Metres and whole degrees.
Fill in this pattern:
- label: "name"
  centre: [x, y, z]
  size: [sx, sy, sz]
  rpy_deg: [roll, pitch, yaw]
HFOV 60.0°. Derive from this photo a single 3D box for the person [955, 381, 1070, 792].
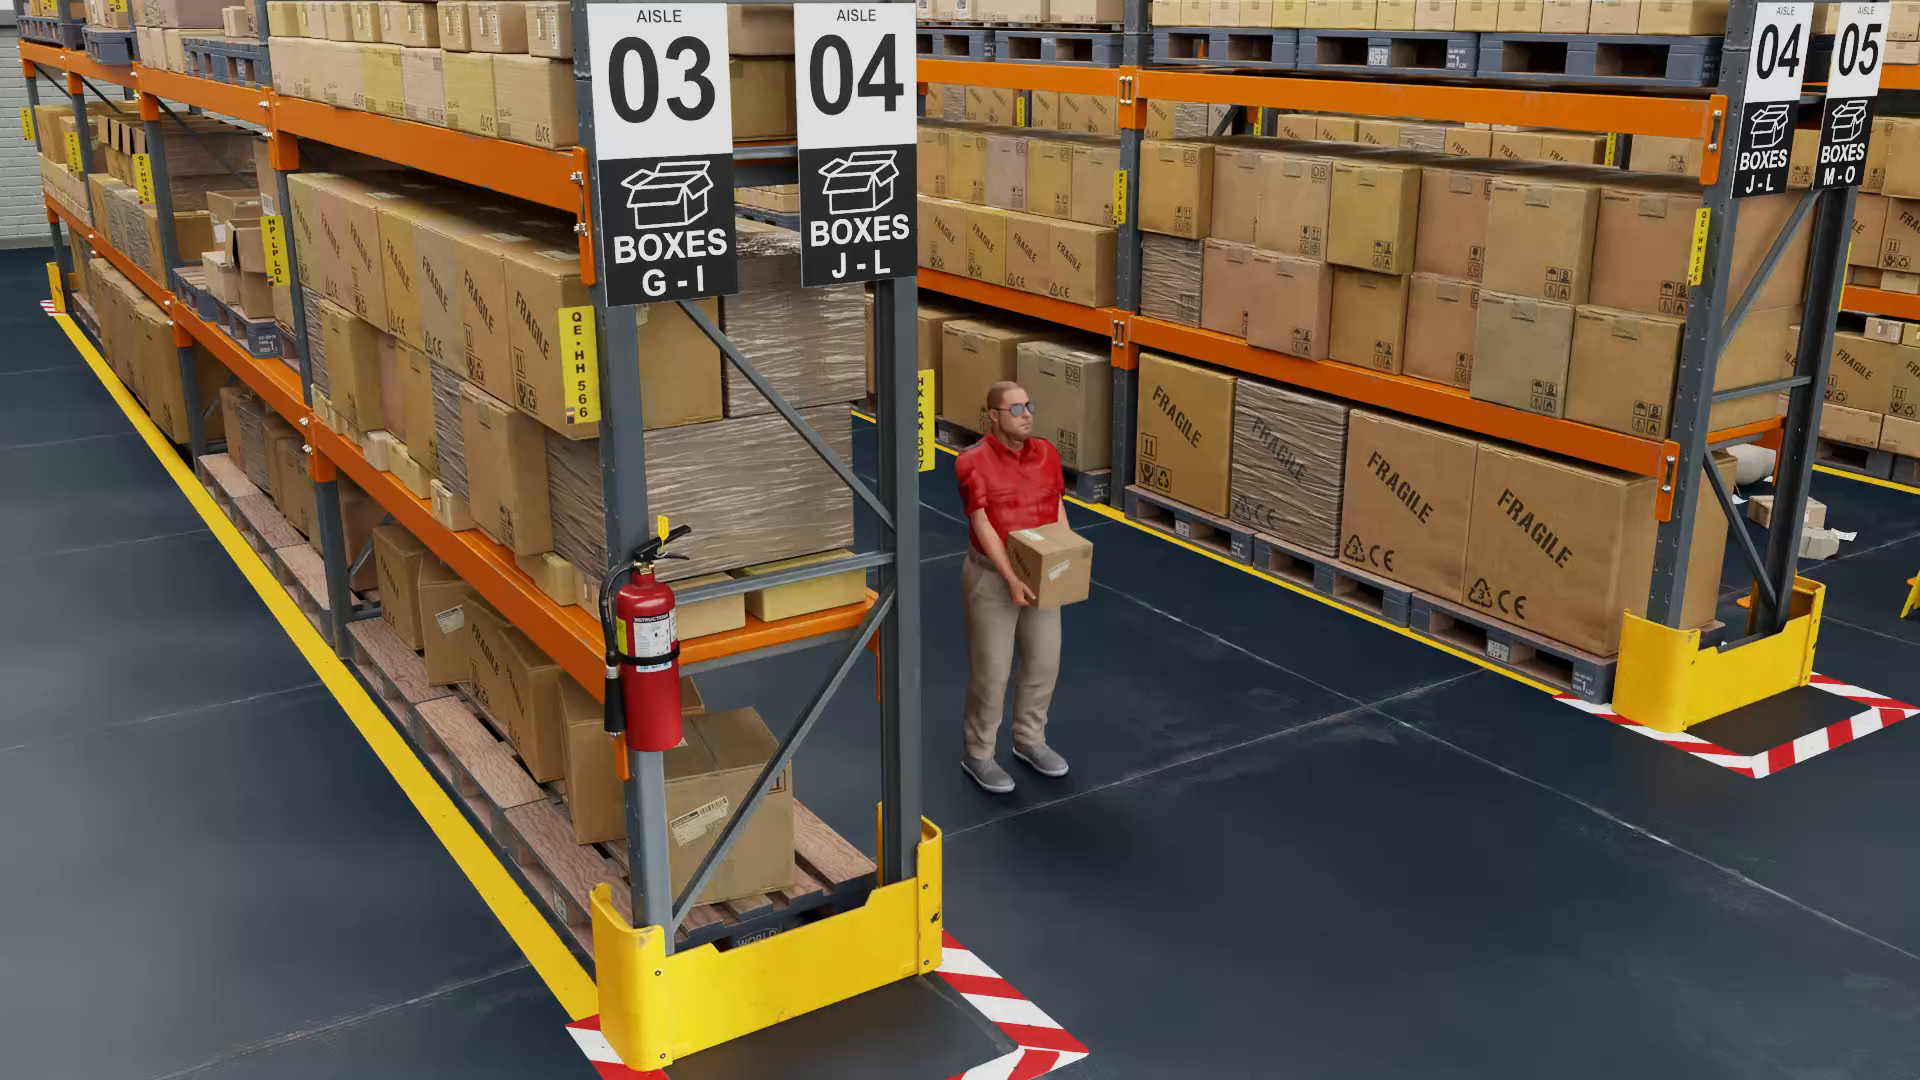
- label: "person"
  centre: [0.279, 0.208, 6.960]
  size: [0.493, 1.712, 0.537]
  rpy_deg: [-11, 21, -31]
